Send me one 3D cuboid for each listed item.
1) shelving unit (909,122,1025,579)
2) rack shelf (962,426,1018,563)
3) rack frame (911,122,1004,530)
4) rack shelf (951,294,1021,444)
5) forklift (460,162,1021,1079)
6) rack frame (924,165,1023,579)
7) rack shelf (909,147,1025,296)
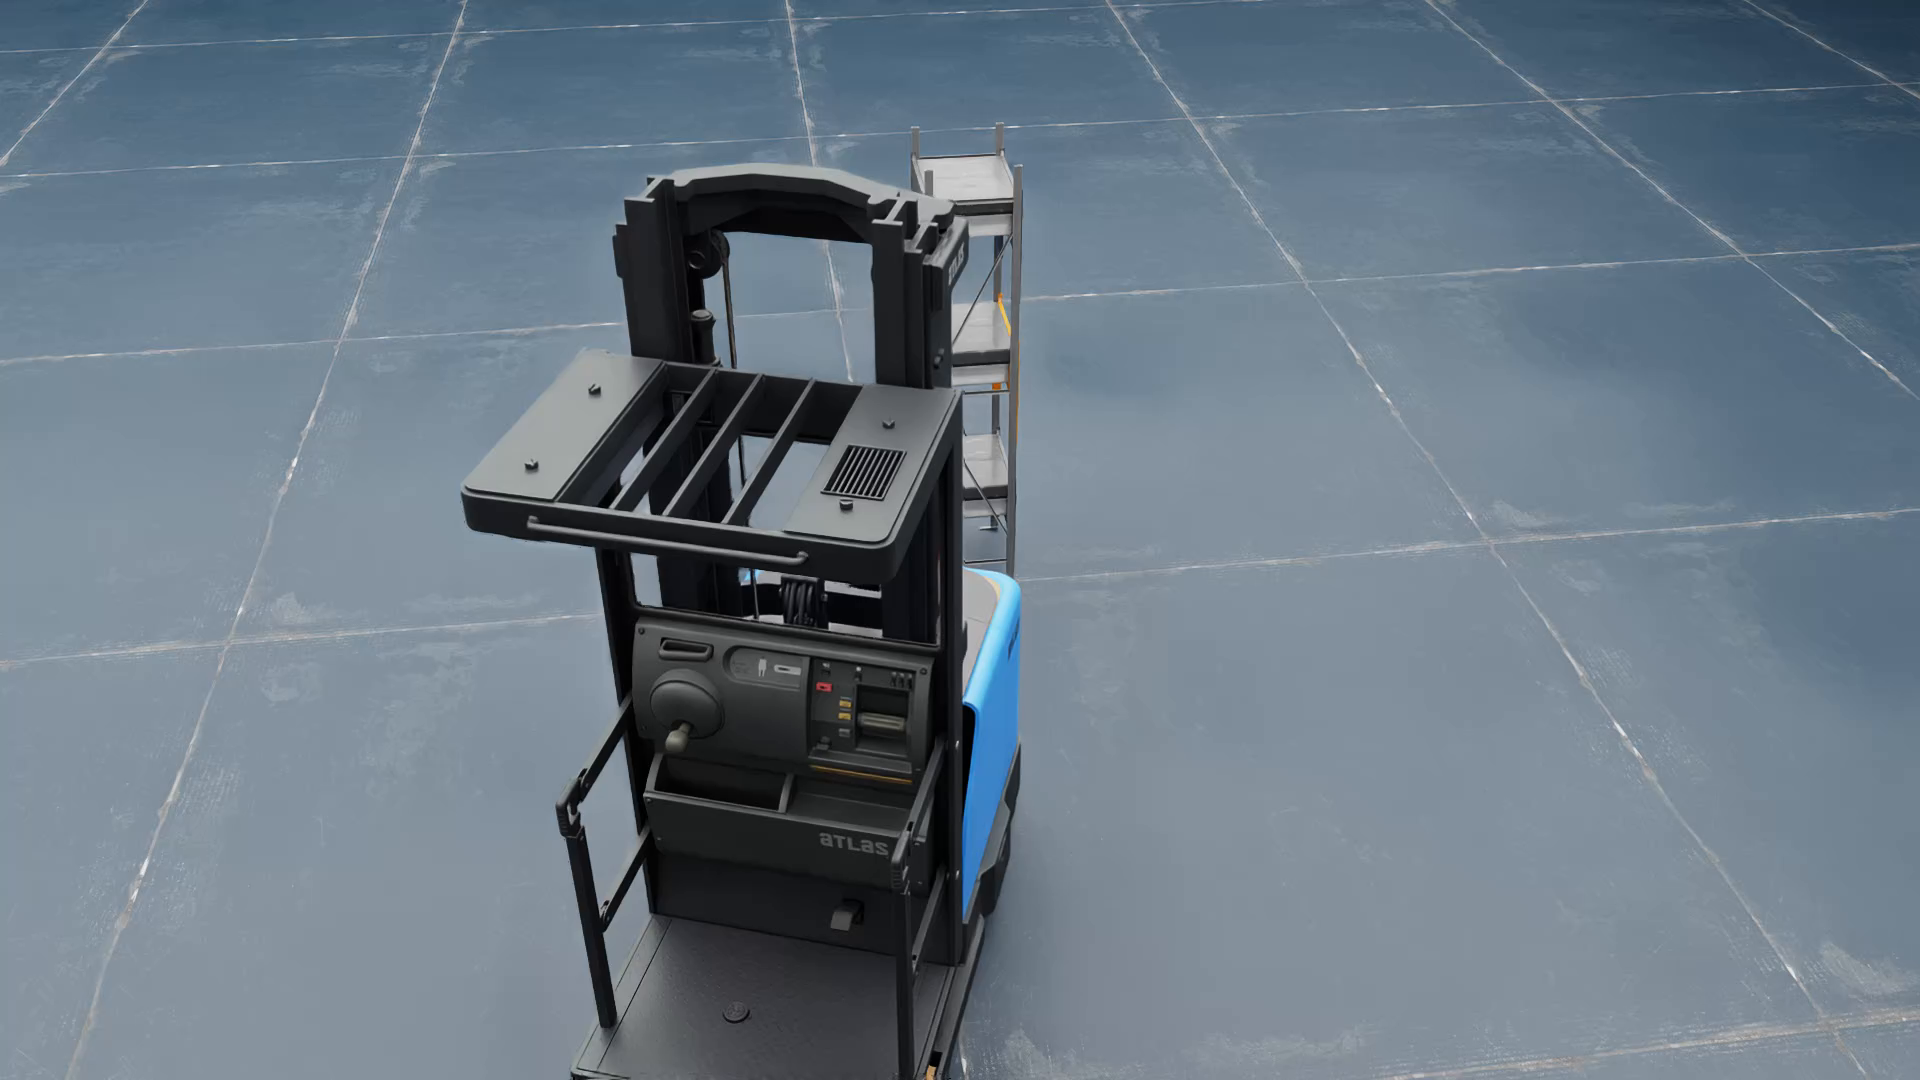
[{"bbox_3d":[0.022,-0.775,7.523,0.431,2.100,0.503,-4,35,-6],"label":"shelving unit"},{"bbox_3d":[0.022,-0.186,7.925,0.431,0.518,0.480,-4,35,-6],"label":"rack shelf"},{"bbox_3d":[-0.011,-0.911,7.723,0.400,2.100,0.015,-4,35,-6],"label":"rack frame"},{"bbox_3d":[0.022,-0.764,7.531,0.431,0.518,0.480,-4,35,-6],"label":"rack shelf"},{"bbox_3d":[-0.588,0.549,4.842,1.130,2.935,3.031,7,35,11],"label":"forklift"},{"bbox_3d":[0.055,-0.639,7.323,0.400,2.100,0.015,-4,35,-6],"label":"rack frame"},{"bbox_3d":[0.022,-1.342,7.137,0.431,0.518,0.480,-4,35,-6],"label":"rack shelf"}]
